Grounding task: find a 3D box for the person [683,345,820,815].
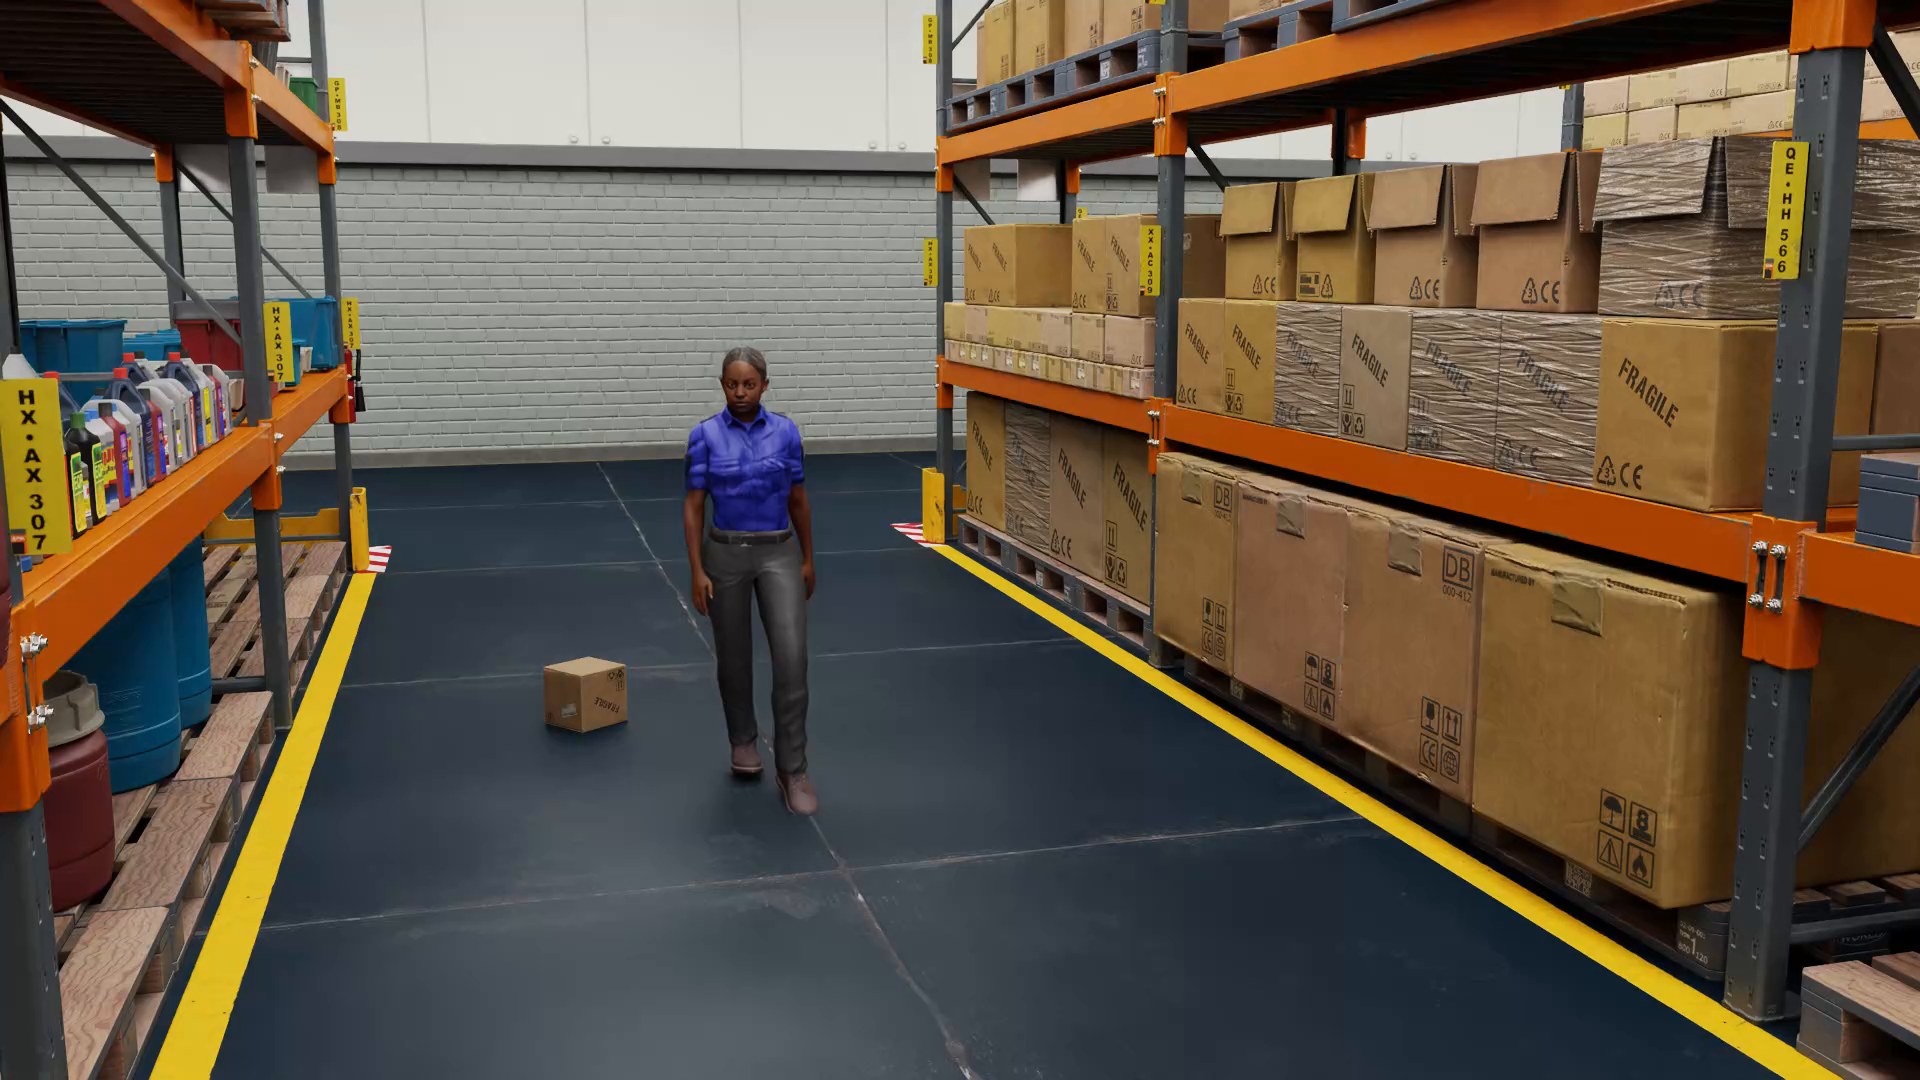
[{"bbox_3d":[-0.767,0.131,6.151,0.494,1.693,0.698,-2,10,-10],"label":"person"}]
